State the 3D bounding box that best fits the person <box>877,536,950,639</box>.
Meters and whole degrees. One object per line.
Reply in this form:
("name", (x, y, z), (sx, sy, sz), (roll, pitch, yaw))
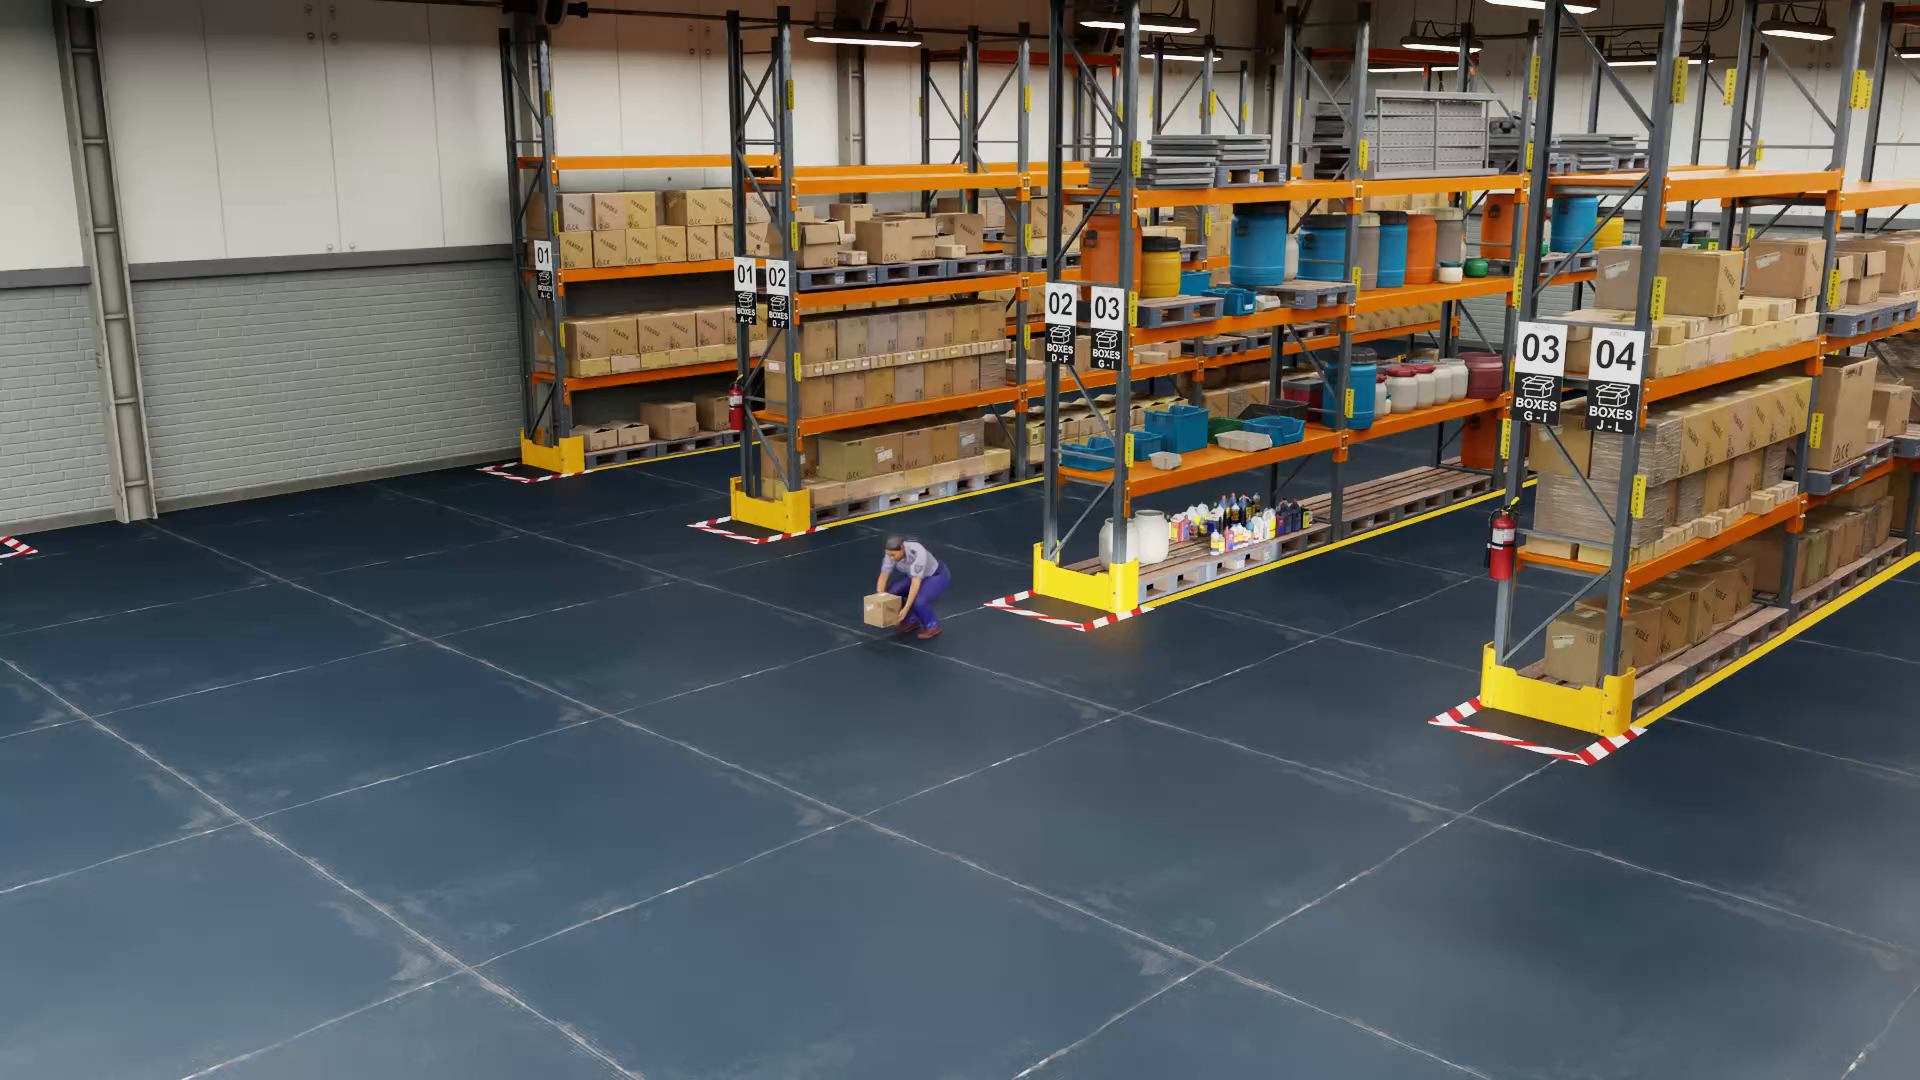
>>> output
("person", (-0.439, 0.407, 15.682), (0.530, 1.029, 0.792), (13, 19, 42))
